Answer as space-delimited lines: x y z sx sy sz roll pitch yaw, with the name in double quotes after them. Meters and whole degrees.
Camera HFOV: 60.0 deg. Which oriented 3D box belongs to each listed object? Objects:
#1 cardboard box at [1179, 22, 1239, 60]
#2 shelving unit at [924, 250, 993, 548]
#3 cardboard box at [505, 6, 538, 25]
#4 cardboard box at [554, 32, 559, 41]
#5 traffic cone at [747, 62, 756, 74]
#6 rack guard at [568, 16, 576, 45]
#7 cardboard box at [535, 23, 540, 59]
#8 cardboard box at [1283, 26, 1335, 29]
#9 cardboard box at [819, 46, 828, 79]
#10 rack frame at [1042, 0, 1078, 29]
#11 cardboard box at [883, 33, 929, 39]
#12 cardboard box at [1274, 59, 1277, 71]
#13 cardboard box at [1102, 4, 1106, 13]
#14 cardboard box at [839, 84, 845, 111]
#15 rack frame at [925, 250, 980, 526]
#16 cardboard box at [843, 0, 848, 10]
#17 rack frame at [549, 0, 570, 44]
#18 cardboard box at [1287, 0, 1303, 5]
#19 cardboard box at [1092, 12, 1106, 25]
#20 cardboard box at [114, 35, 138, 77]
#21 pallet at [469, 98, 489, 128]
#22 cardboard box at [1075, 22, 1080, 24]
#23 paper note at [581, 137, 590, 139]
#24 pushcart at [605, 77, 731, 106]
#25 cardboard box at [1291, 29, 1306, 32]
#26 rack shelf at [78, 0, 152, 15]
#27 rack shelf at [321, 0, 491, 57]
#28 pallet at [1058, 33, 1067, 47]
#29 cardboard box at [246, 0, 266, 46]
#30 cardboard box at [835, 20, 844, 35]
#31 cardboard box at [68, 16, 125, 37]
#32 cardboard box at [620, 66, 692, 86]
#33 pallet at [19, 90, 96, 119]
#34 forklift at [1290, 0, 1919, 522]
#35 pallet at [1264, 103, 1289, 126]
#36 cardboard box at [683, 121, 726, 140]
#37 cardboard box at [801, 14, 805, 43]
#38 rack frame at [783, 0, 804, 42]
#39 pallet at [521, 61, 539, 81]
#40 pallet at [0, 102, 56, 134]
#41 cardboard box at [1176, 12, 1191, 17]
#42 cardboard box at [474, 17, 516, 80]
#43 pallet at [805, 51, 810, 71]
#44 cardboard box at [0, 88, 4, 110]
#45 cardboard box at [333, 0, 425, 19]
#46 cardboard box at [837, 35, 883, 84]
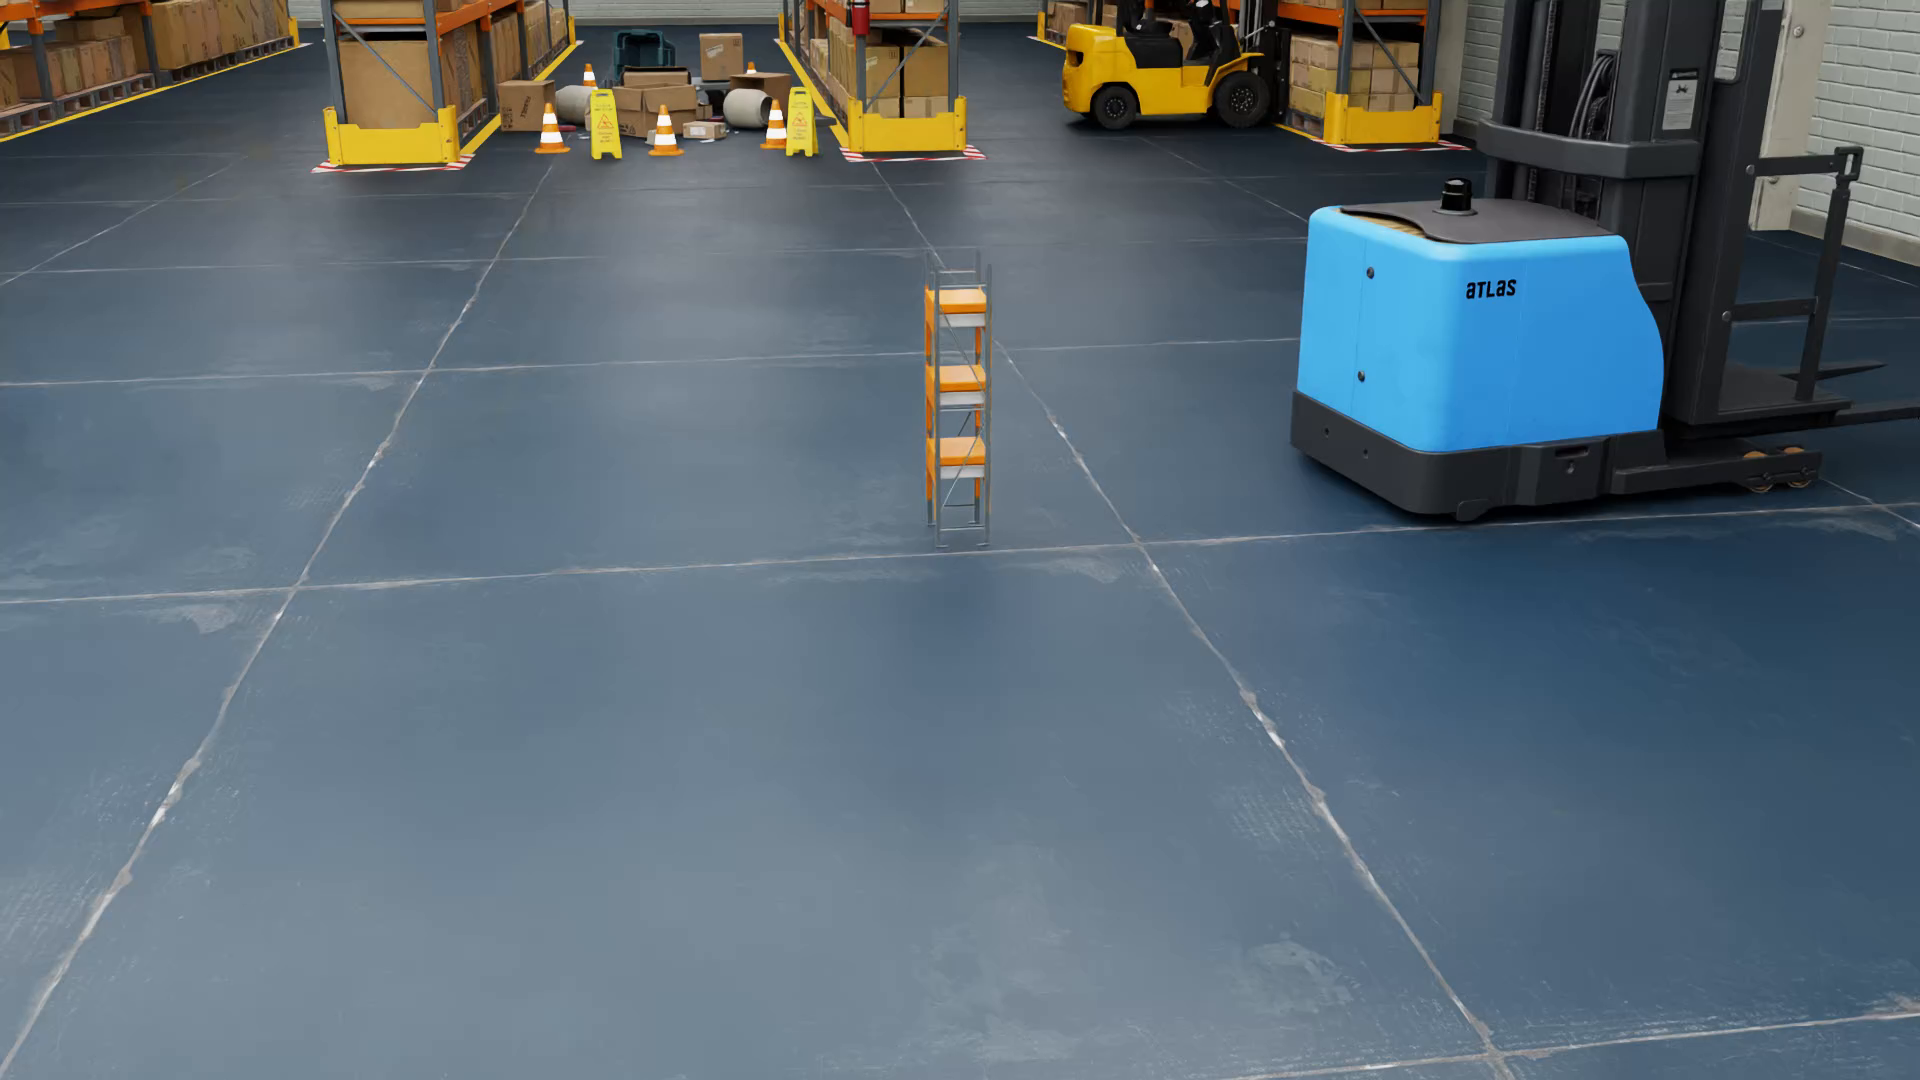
3.512 -6.757 22.815 0.875 0.625 0.625 -4 21 -10 "cardboard box"
-0.008 -0.510 6.082 0.215 1.050 0.252 -3 21 -8 "shelving unit"
-6.550 -7.788 24.681 0.500 0.250 0.500 -3 21 -7 "cardboard box"
-7.097 -8.648 28.557 0.380 0.149 0.250 -3 21 -9 "cardboard box"
-2.662 -5.882 21.304 0.336 0.463 0.334 -3 21 -8 "traffic cone"
-7.701 -9.385 30.629 1.175 0.500 0.348 -3 21 -8 "rack guard"
-6.562 -7.447 24.840 0.500 0.500 0.500 -3 21 -9 "cardboard box"
4.164 -6.005 19.908 0.500 0.250 0.500 -3 21 -9 "cardboard box"
-1.385 -6.348 22.082 0.950 0.372 0.625 -2 21 -6 "cardboard box"
2.083 -11.118 31.697 1.000 3.000 0.127 -3 21 -8 "rack frame"
-0.597 -5.428 18.720 0.500 0.500 0.500 -2 21 -5 "cardboard box"
3.785 -5.399 19.001 0.500 0.250 0.500 -3 21 -8 "cardboard box"
2.565 -8.833 27.625 0.380 0.149 0.250 -3 21 -9 "cardboard box"
-1.052 -4.863 18.278 0.500 0.250 0.500 -4 21 -10 "cardboard box"
-0.025 -0.553 6.195 0.200 1.050 0.008 -3 21 -8 "rack frame"
-1.016 -5.588 17.248 0.380 0.149 0.250 -3 21 -7 "cardboard box"
-7.712 -10.582 30.262 1.000 3.000 0.127 -3 21 -8 "rack frame"
3.919 -6.140 18.226 0.500 0.500 0.500 -3 21 -9 "cardboard box"
2.507 -8.580 27.875 0.500 0.500 0.500 -2 21 -5 "cardboard box"
-11.365 -6.401 22.011 0.700 0.500 0.500 -4 21 -11 "cardboard box"
-5.950 -4.854 18.910 1.003 0.211 1.213 -3 21 -8 "pallet"
2.238 -8.951 29.202 0.396 0.266 0.258 -2 21 -6 "cardboard box"
-3.945 -4.265 17.593 0.144 0.017 0.142 4 21 11 "paper note"
-3.347 -5.351 20.004 1.648 0.377 0.936 -11 23 -26 "pushcart"
3.719 -5.808 19.380 0.500 0.250 0.500 -2 21 -6 "cardboard box"
-11.769 -7.952 24.249 1.077 0.370 4.000 -3 21 -8 "rack shelf"
-5.693 -5.398 17.409 1.077 0.370 4.000 -3 21 -8 "rack shelf"
2.383 -9.088 30.248 1.003 0.211 1.213 -3 21 -8 "pallet"
-12.203 -8.727 27.733 0.875 0.875 0.875 -3 21 -8 "cardboard box"
-1.204 -5.741 18.630 0.380 0.149 0.250 -2 21 -5 "cardboard box"
-11.355 -6.753 21.882 0.500 0.250 0.500 -2 21 -6 "cardboard box"
-3.423 -5.025 18.757 0.797 0.637 0.503 -3 21 -8 "cardboard box"
-11.018 -5.175 19.771 1.003 0.211 1.213 -3 21 -8 "pallet"
2.985 -1.731 6.661 3.031 2.935 1.130 -7 21 -17 "forklift"
4.066 -4.957 19.185 1.003 0.211 1.213 -3 21 -8 "pallet"
-2.709 -4.343 17.632 0.380 0.149 0.250 8 22 20 "cardboard box"
-2.236 -8.701 28.287 0.875 0.438 0.875 -3 21 -9 "cardboard box"
-2.828 -10.867 31.024 1.000 3.000 0.127 -3 21 -8 "rack frame"
-6.670 -6.777 24.058 1.003 0.211 1.213 -3 21 -8 "pallet"
-10.773 -4.675 18.431 1.003 0.211 1.213 -3 21 -8 "pallet"
3.470 -7.874 25.057 0.380 0.149 0.250 -2 21 -5 "cardboard box"
-6.430 -6.437 21.779 1.050 0.750 0.750 -3 21 -7 "cardboard box"
-1.886 -7.489 25.965 1.003 0.211 1.213 -3 21 -8 "pallet"
-10.796 -4.899 18.019 0.500 0.500 0.500 4 21 9 "cardboard box"
-5.503 -5.239 15.741 0.875 0.550 0.550 -3 21 -8 "cardboard box"
-1.118 -5.390 18.617 0.500 0.500 0.500 -2 21 -5 "cardboard box"
